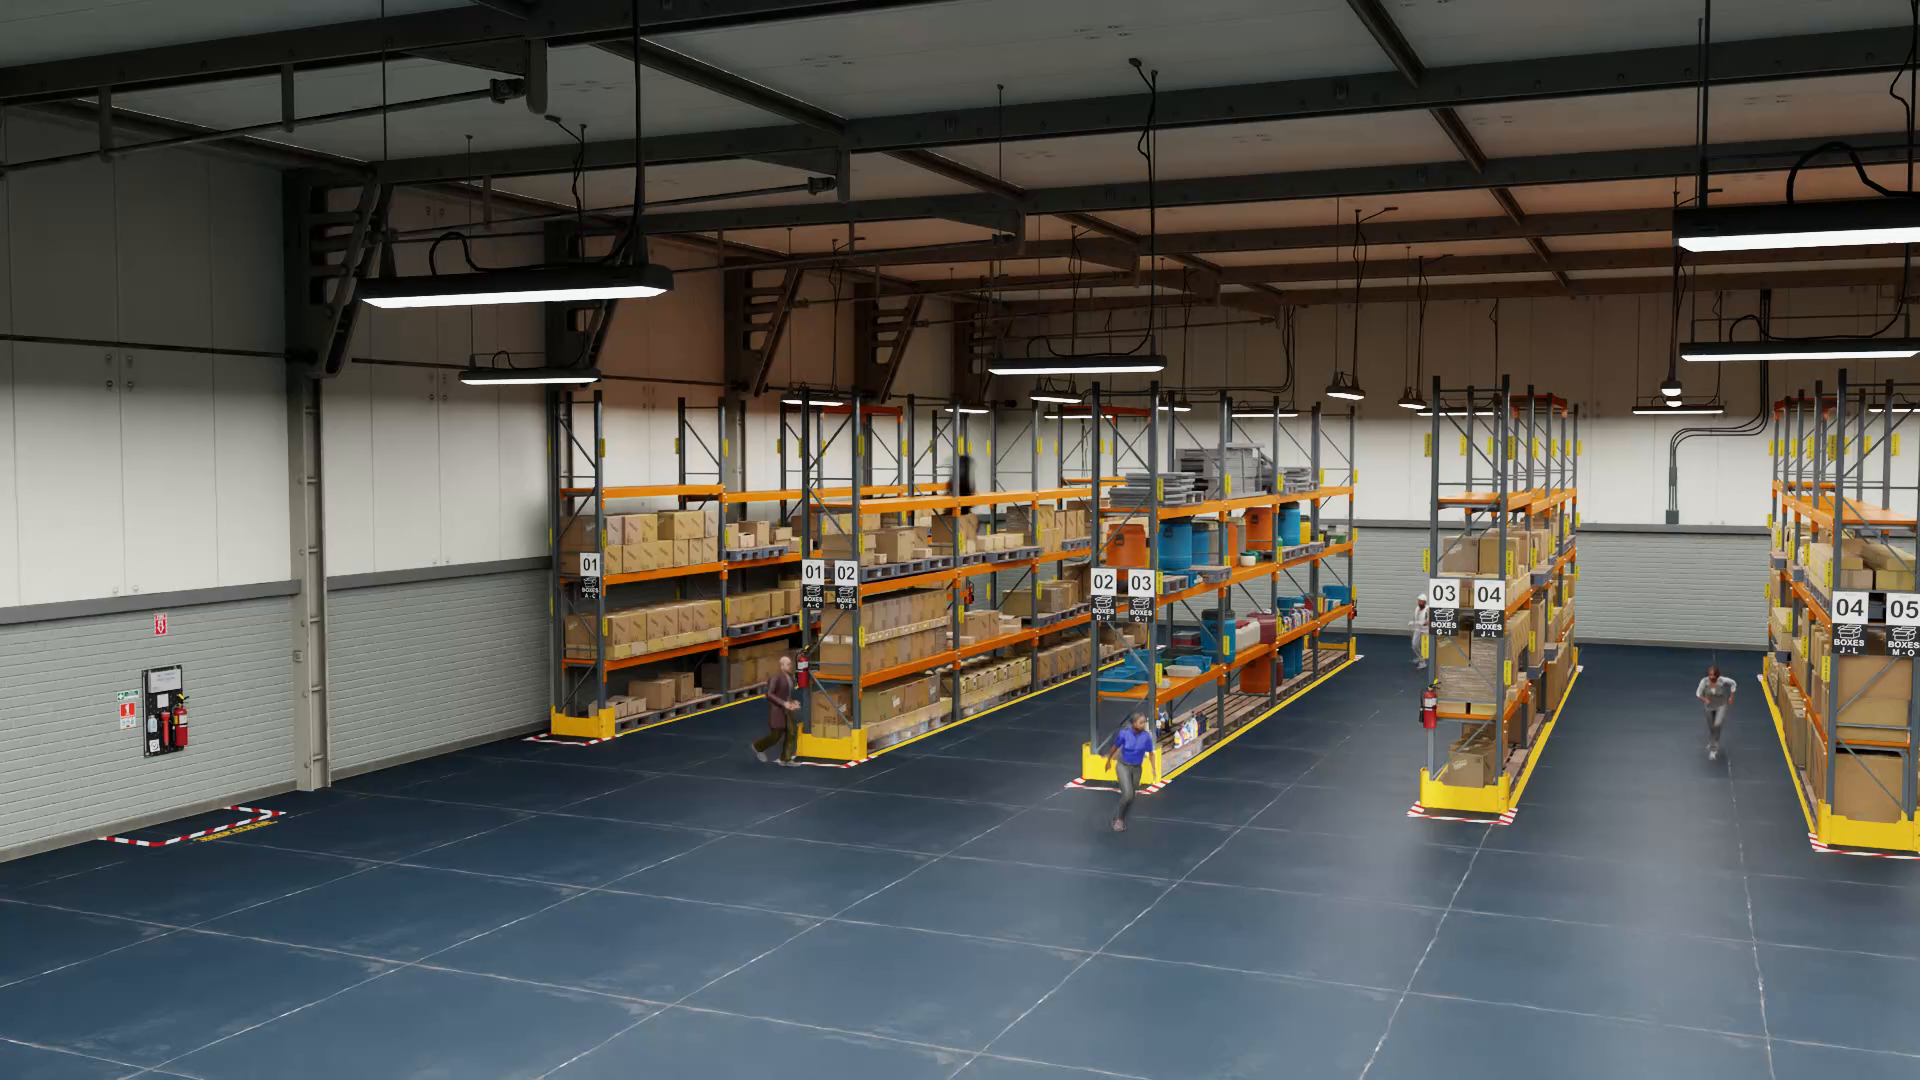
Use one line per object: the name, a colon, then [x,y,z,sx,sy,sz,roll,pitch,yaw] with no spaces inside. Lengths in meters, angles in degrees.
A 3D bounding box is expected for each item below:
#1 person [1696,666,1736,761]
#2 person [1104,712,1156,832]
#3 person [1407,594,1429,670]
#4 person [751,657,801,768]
person: [12.249,2.779,26.951,0.589,1.546,0.902,2,4,26]
person: [2.238,3.001,21.588,0.528,1.595,0.749,-1,3,-20]
person: [10.519,2.081,37.806,0.710,1.719,0.817,-3,4,-39]
person: [-2.900,2.790,26.167,0.901,1.545,0.702,2,4,35]
